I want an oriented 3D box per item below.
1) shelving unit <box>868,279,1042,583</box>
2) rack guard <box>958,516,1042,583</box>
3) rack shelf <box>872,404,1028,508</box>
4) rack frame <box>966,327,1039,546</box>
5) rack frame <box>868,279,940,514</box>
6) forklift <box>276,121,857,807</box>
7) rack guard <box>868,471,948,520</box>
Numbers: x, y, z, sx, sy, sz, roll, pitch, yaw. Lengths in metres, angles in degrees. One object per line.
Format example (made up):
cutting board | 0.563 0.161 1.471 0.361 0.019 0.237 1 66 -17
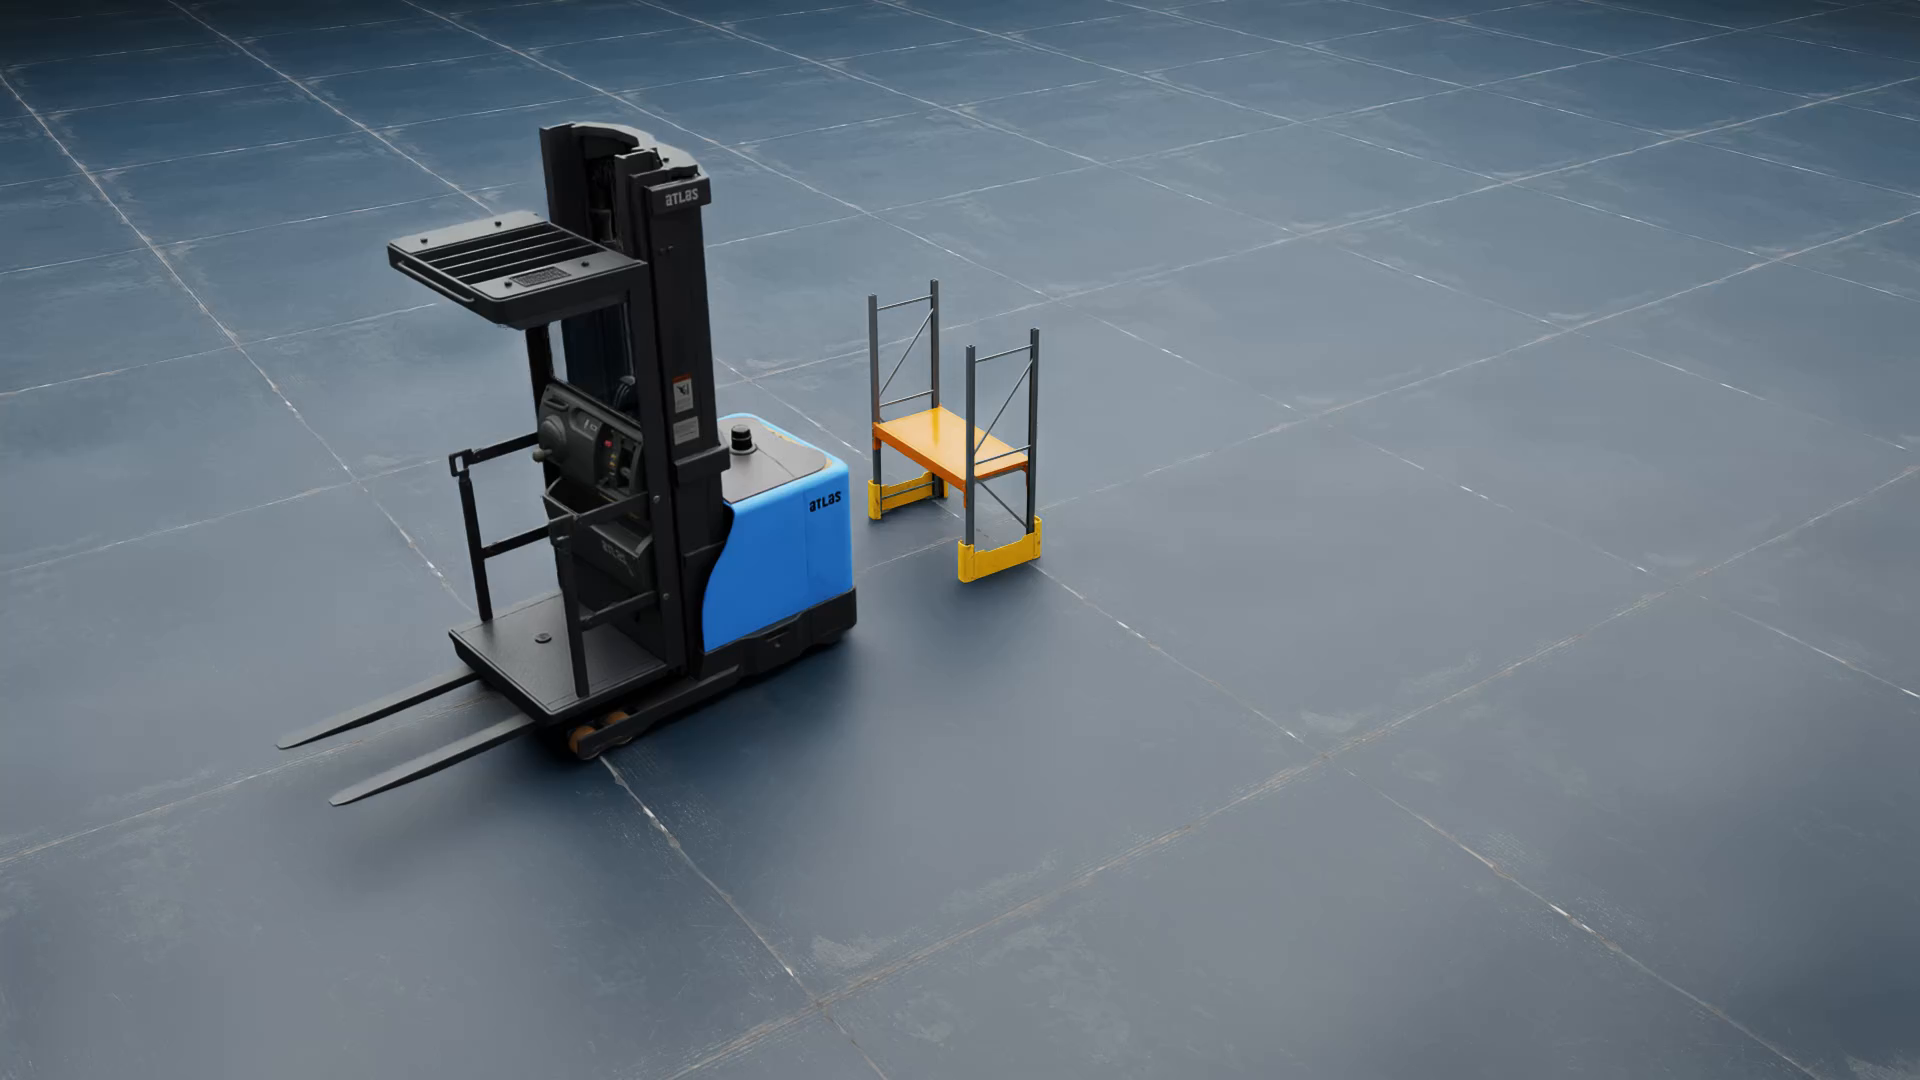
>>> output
shelving unit | -0.044 -0.689 10.173 0.587 1.500 1.083 -19 34 -31
rack guard | 0.245 0.054 10.115 0.587 0.250 0.087 -19 34 -31
rack shelf | -0.049 -0.534 10.266 0.538 0.185 1.000 -19 34 -31
rack frame | 0.245 -0.495 9.816 0.500 1.500 0.032 -19 34 -31
rack frame | -0.344 -0.890 10.544 0.500 1.500 0.032 -19 34 -31
forklift | -2.017 -0.457 8.248 3.031 2.935 1.130 -23 36 -36
rack guard | -0.333 -0.333 10.828 0.587 0.250 0.087 -19 34 -31
